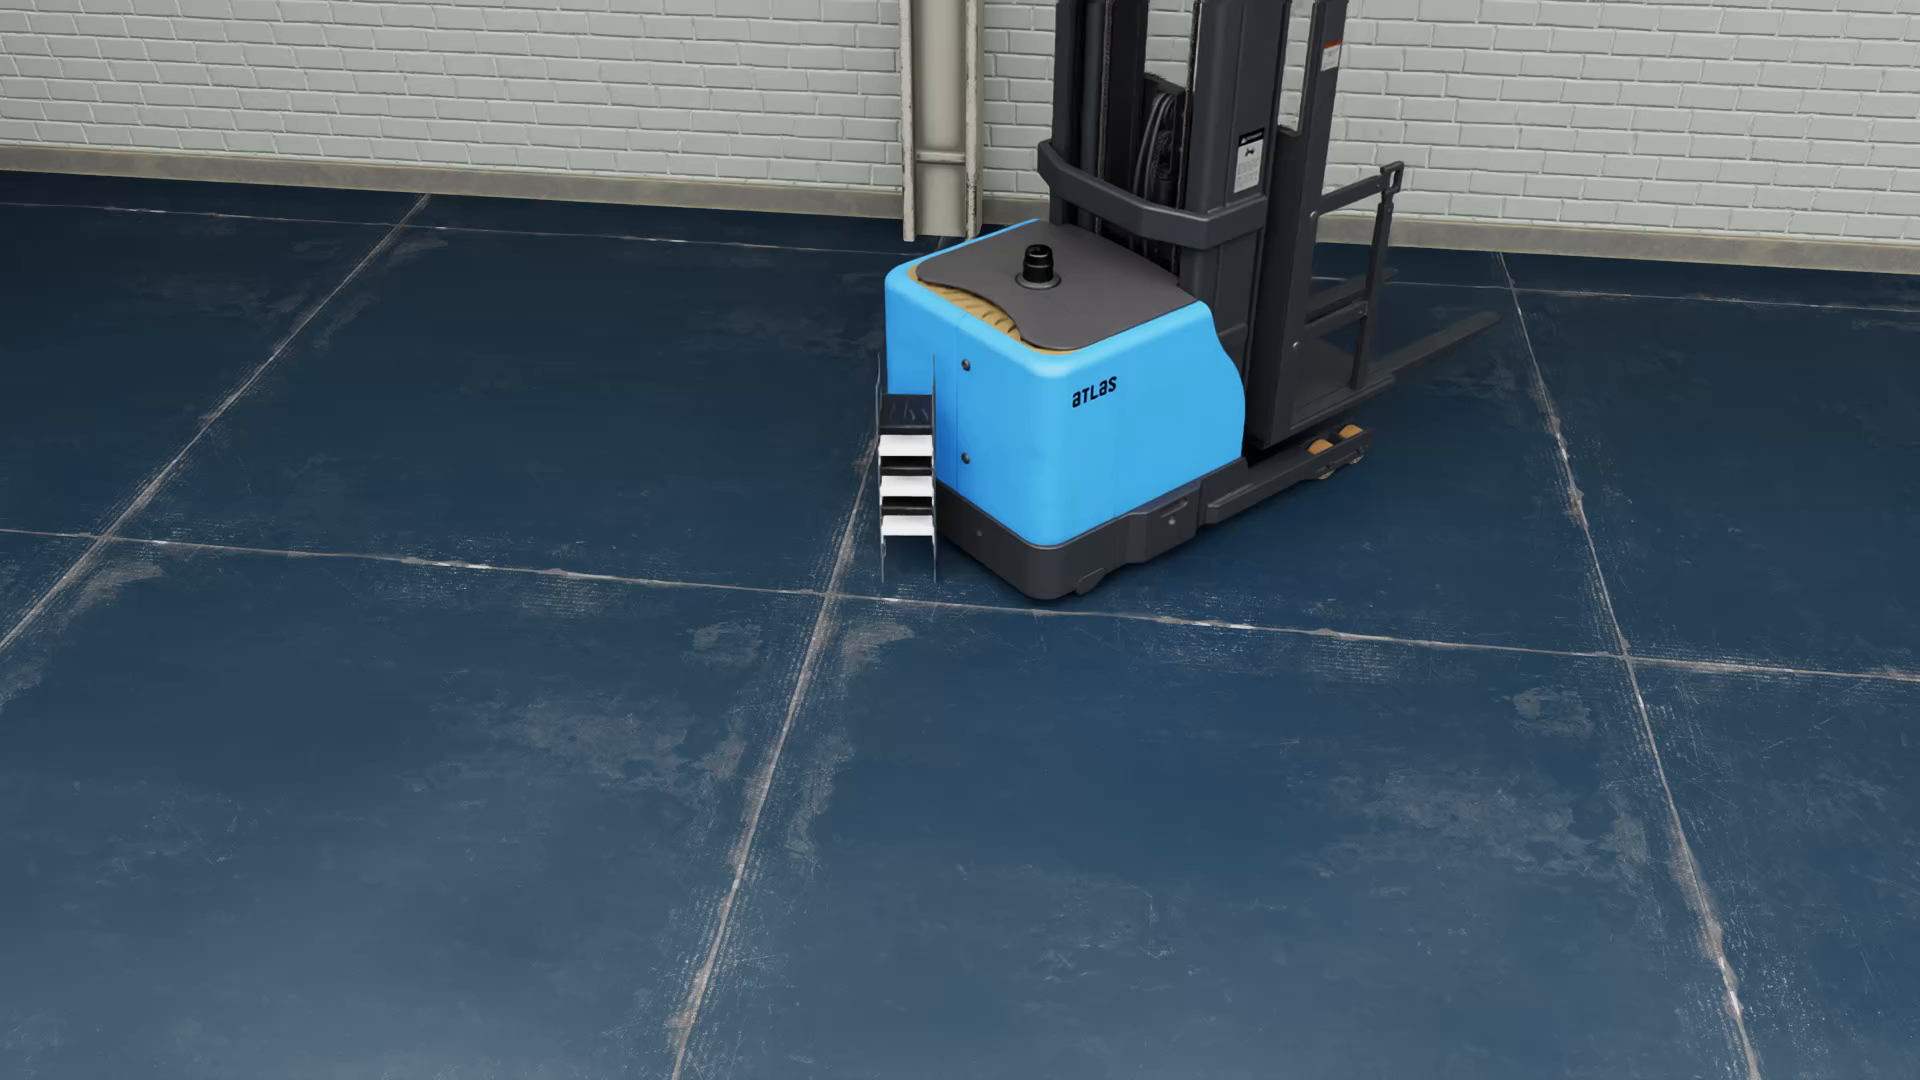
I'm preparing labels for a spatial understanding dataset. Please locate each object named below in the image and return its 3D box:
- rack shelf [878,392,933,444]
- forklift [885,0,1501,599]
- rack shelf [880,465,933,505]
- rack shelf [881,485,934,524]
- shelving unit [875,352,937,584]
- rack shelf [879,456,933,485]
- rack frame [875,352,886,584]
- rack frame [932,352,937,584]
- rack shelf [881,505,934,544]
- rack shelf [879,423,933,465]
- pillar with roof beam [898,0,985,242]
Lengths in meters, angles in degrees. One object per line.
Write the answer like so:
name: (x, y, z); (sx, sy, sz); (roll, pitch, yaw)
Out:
rack shelf: (-0.200, -0.455, 6.206); (0.200, 0.077, 0.258); (0, 36, 0)
forklift: (1.163, -1.670, 6.567); (3.031, 2.935, 1.130); (-25, 42, -31)
rack shelf: (-0.200, -0.235, 6.363); (0.200, 0.077, 0.258); (0, 36, 0)
rack shelf: (-0.200, -0.162, 6.415); (0.200, 0.077, 0.258); (0, 36, 0)
shelving unit: (-0.200, -0.263, 6.343); (0.210, 0.900, 0.258); (0, 36, 0)
rack shelf: (-0.200, -0.309, 6.310); (0.200, 0.077, 0.258); (0, 36, 0)
rack frame: (-0.301, -0.263, 6.344); (0.006, 0.900, 0.240); (0, 36, 0)
rack frame: (-0.098, -0.262, 6.343); (0.006, 0.900, 0.240); (0, 36, 0)
rack shelf: (-0.200, -0.089, 6.467); (0.200, 0.077, 0.258); (0, 36, 0)
rack shelf: (-0.200, -0.382, 6.258); (0.200, 0.077, 0.258); (0, 36, 0)
pillar with roof beam: (-0.639, -2.880, 3.039); (0.400, 9.000, 9.100); (4, 36, 6)
